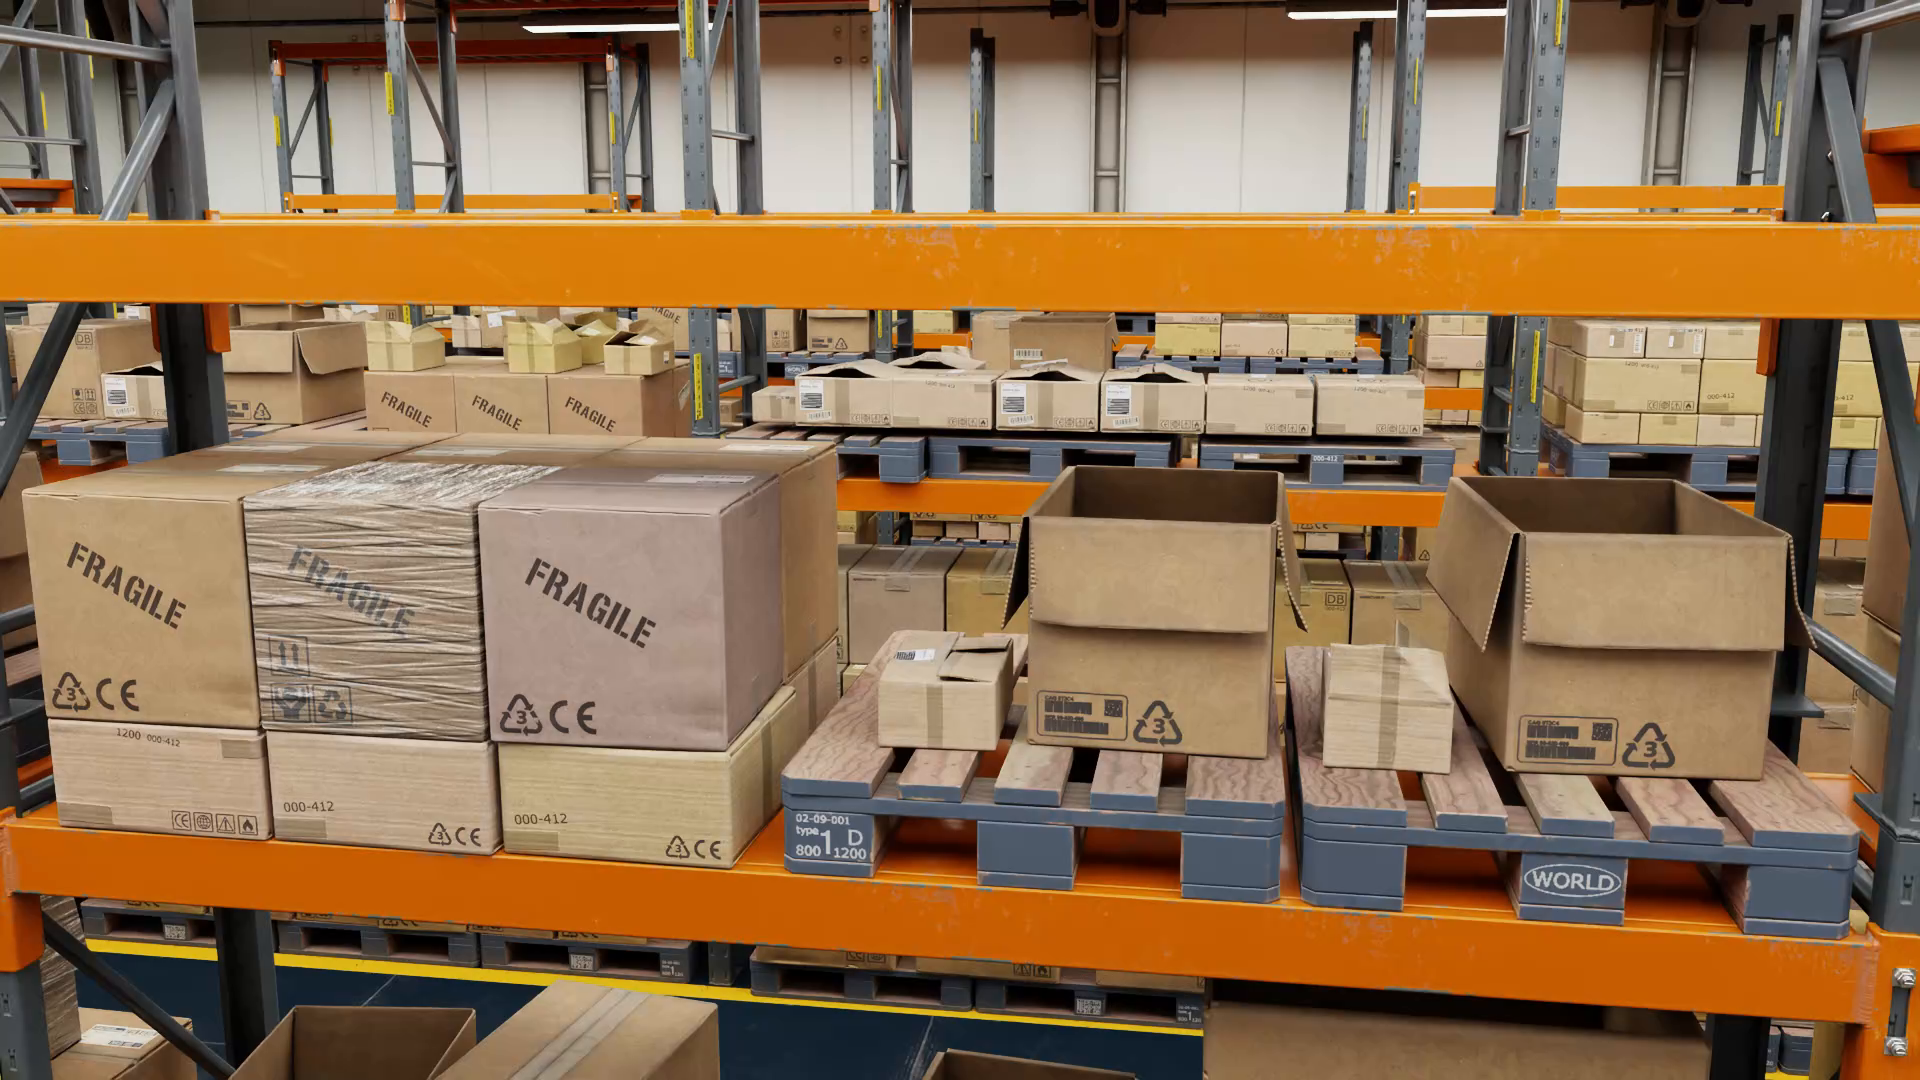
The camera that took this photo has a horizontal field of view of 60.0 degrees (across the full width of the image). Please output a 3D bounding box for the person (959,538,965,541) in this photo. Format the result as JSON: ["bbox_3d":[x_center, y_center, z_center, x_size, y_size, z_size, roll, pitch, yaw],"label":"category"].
[{"bbox_3d":[-0.025,-0.104,17.514,0.336,1.654,0.441,1,11,5],"label":"person"}]
